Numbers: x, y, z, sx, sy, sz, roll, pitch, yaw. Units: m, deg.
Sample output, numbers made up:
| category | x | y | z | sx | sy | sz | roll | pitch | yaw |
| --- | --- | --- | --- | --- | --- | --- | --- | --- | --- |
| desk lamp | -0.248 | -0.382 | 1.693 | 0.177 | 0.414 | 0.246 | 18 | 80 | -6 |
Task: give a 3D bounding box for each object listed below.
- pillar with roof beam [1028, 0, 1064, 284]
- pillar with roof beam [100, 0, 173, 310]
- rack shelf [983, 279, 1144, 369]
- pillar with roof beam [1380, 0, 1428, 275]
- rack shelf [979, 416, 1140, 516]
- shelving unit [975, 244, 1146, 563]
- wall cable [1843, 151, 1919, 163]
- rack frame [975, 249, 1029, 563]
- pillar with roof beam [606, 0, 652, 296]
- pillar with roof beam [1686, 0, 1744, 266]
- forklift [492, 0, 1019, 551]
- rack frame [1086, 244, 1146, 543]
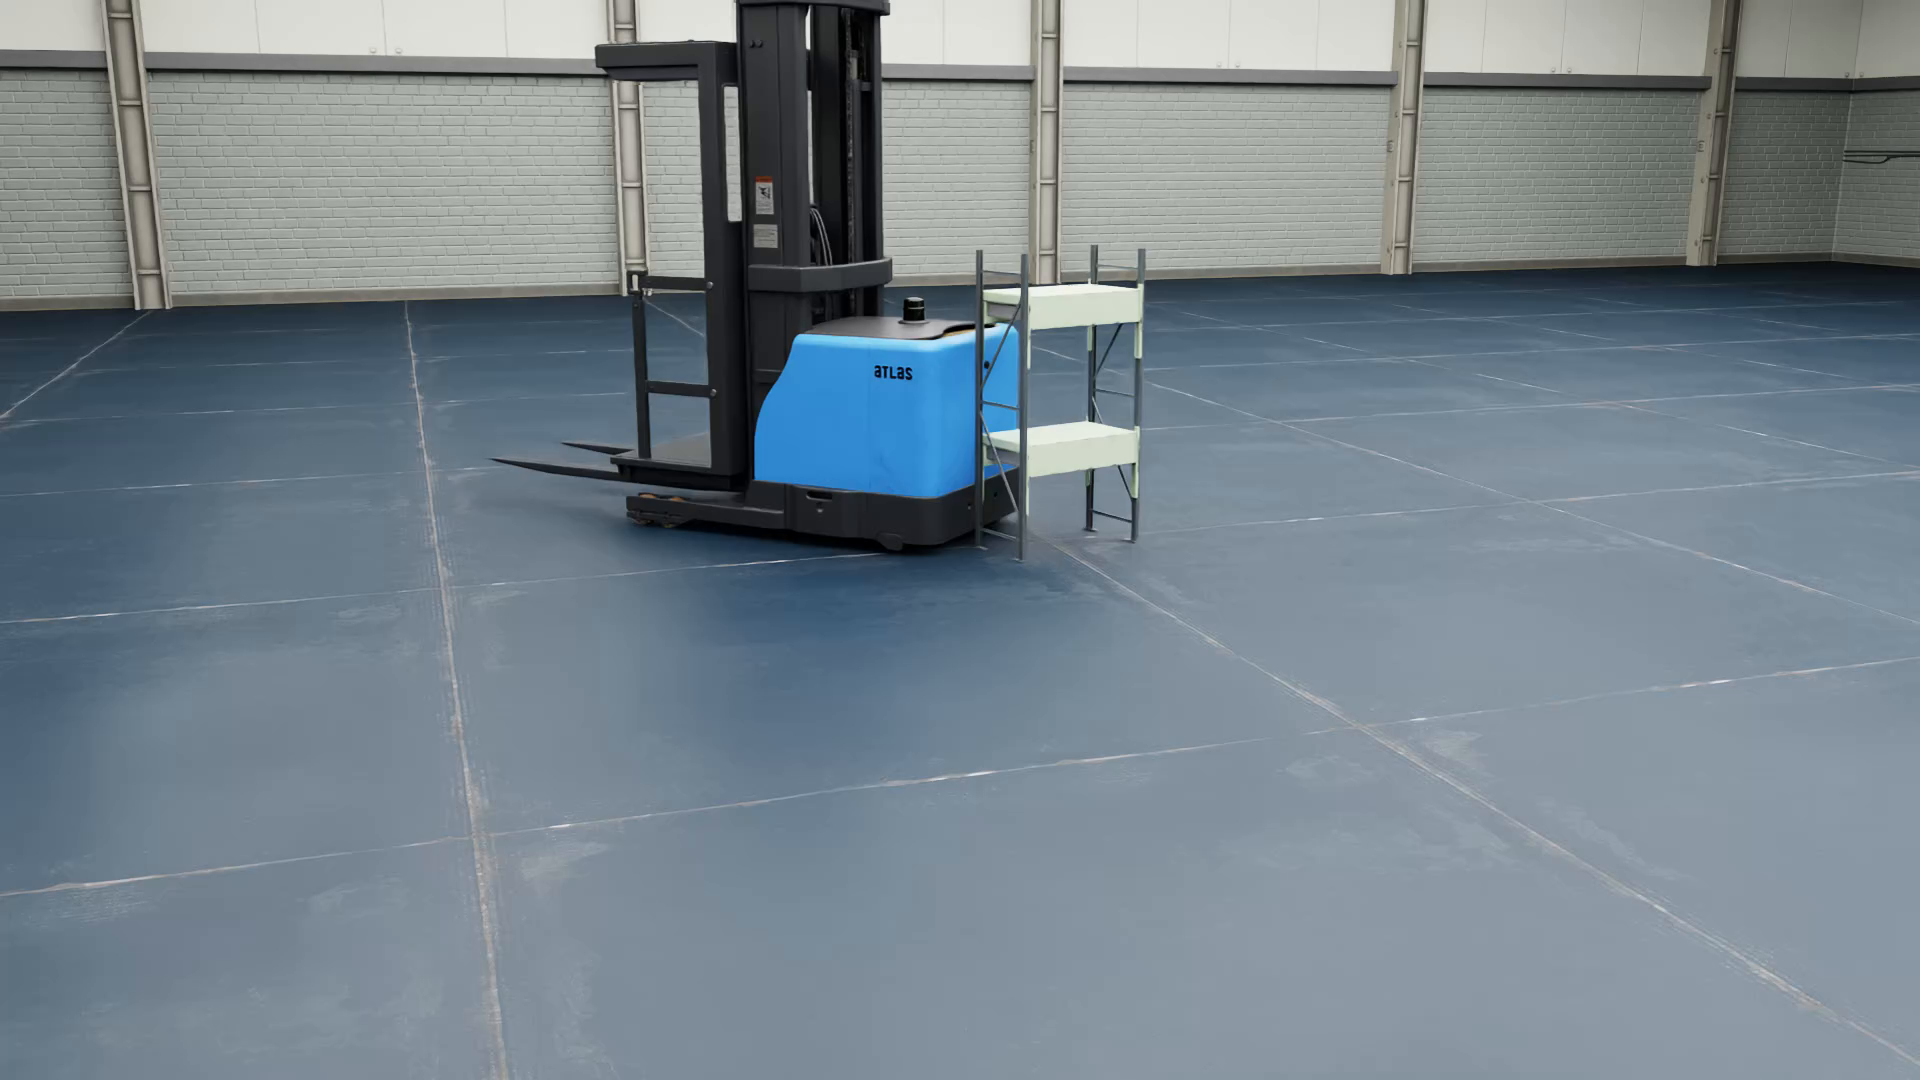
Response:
| category | x | y | z | sx | sy | sz | roll | pitch | yaw |
| --- | --- | --- | --- | --- | --- | --- | --- | --- | --- |
| pillar with roof beam | 2.621 | -7.233 | 19.607 | 0.400 | 9.000 | 9.100 | -4 | 14 | -18 |
| pillar with roof beam | -8.753 | -6.348 | 15.883 | 0.400 | 9.000 | 9.100 | -4 | 14 | -18 |
| rack shelf | 0.498 | -1.083 | 8.267 | 0.720 | 0.370 | 0.431 | -9 | 16 | -34 |
| pillar with roof beam | 8.307 | -7.676 | 21.468 | 0.400 | 9.000 | 9.100 | -4 | 14 | -18 |
| rack shelf | 0.498 | -0.386 | 8.433 | 0.720 | 0.370 | 0.431 | -9 | 16 | -34 |
| shelving unit | 0.498 | -0.703 | 8.357 | 0.755 | 1.500 | 0.431 | -9 | 16 | -34 |
| wall cable | 15.835 | -7.480 | 27.354 | 0.112 | 2.526 | 3.097 | -4 | 14 | -18 |
| rack frame | 0.200 | -0.654 | 8.151 | 0.023 | 1.500 | 0.400 | -9 | 16 | -34 |
| pillar with roof beam | -3.066 | -6.791 | 17.745 | 0.400 | 9.000 | 9.100 | -4 | 14 | -18 |
| pillar with roof beam | 13.994 | -8.119 | 23.330 | 0.400 | 9.000 | 9.100 | -4 | 14 | -18 |
| forklift | -1.228 | -1.588 | 8.986 | 3.031 | 2.935 | 1.130 | 7 | 15 | 27 |
| rack frame | 0.797 | -0.752 | 8.564 | 0.023 | 1.500 | 0.400 | -9 | 16 | -34 |
